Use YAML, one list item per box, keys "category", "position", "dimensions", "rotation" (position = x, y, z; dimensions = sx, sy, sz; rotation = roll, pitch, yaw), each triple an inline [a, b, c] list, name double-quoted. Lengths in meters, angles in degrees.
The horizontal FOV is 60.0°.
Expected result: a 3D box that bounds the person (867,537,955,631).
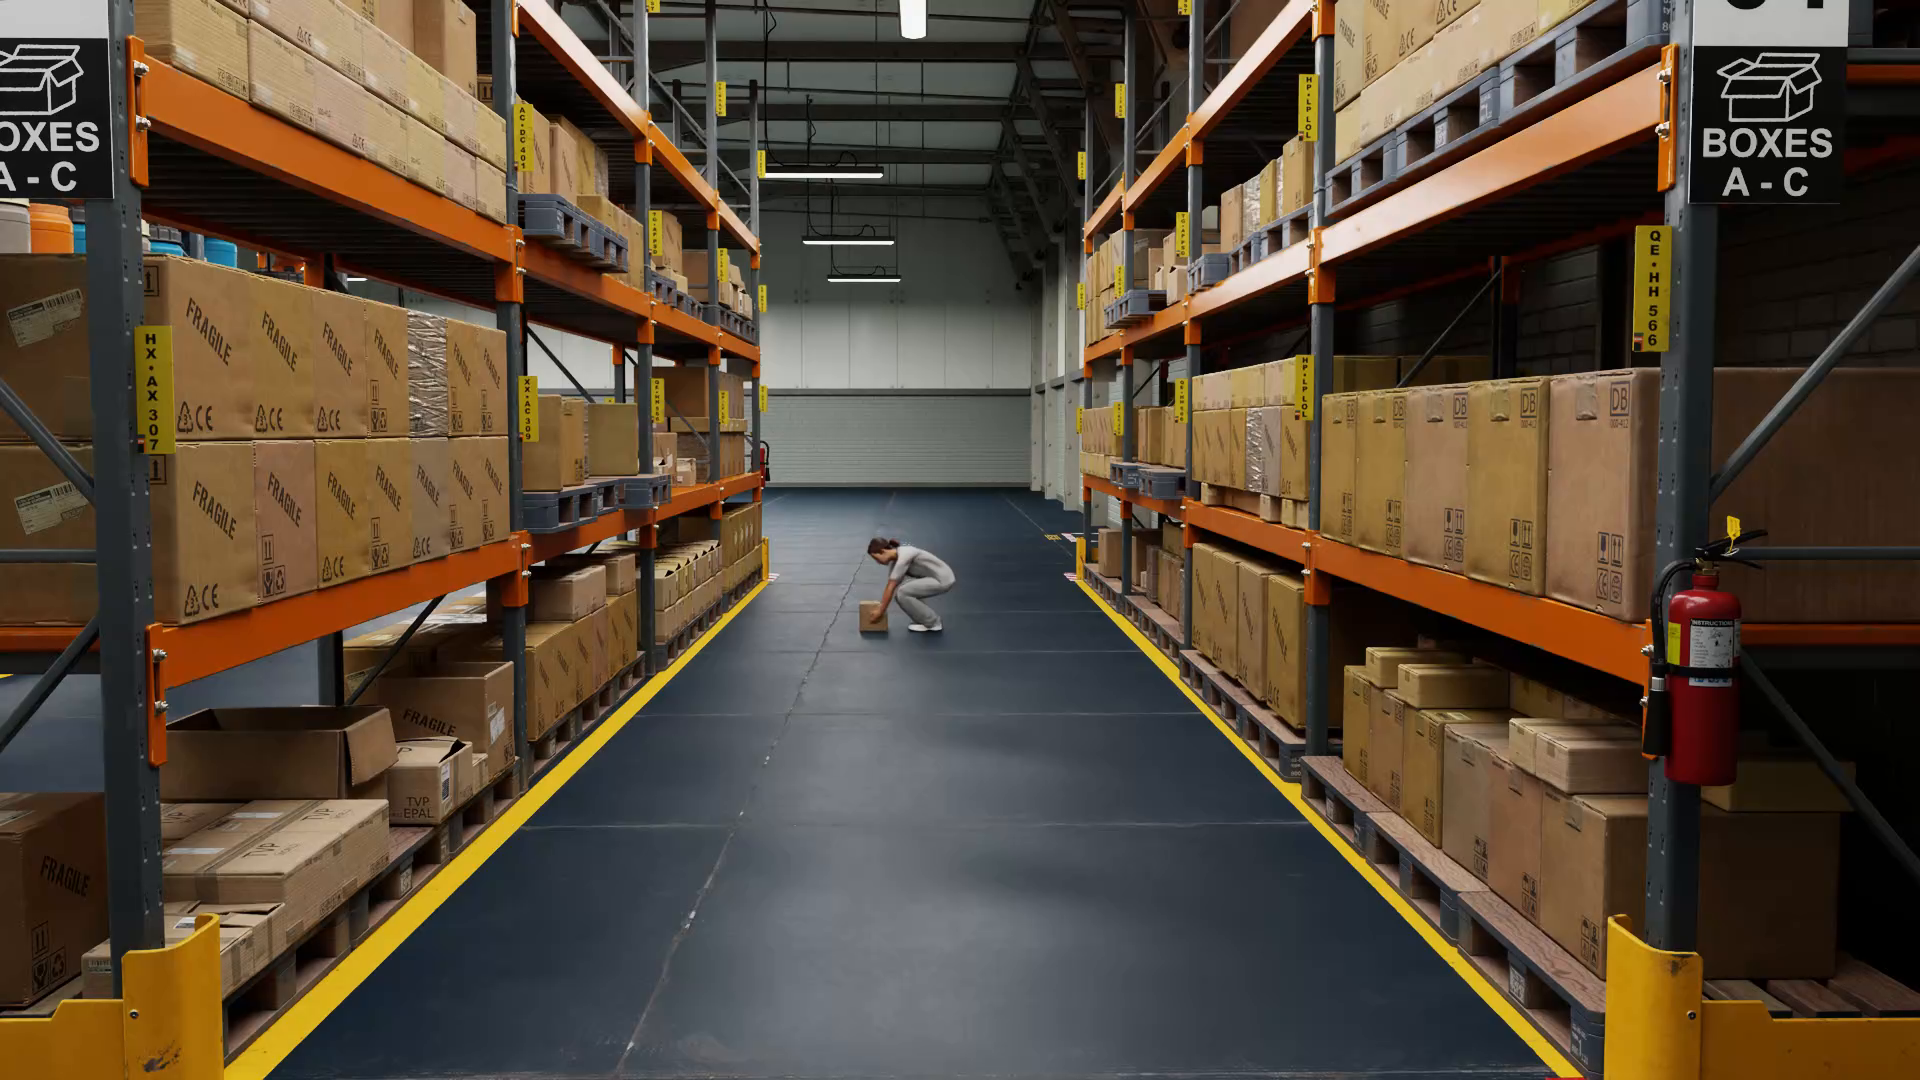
- category: "person"
  position: [-0.443, 0.396, 15.190]
  dimensions: [0.803, 0.858, 0.484]
  rotation: [0, 4, -1]
